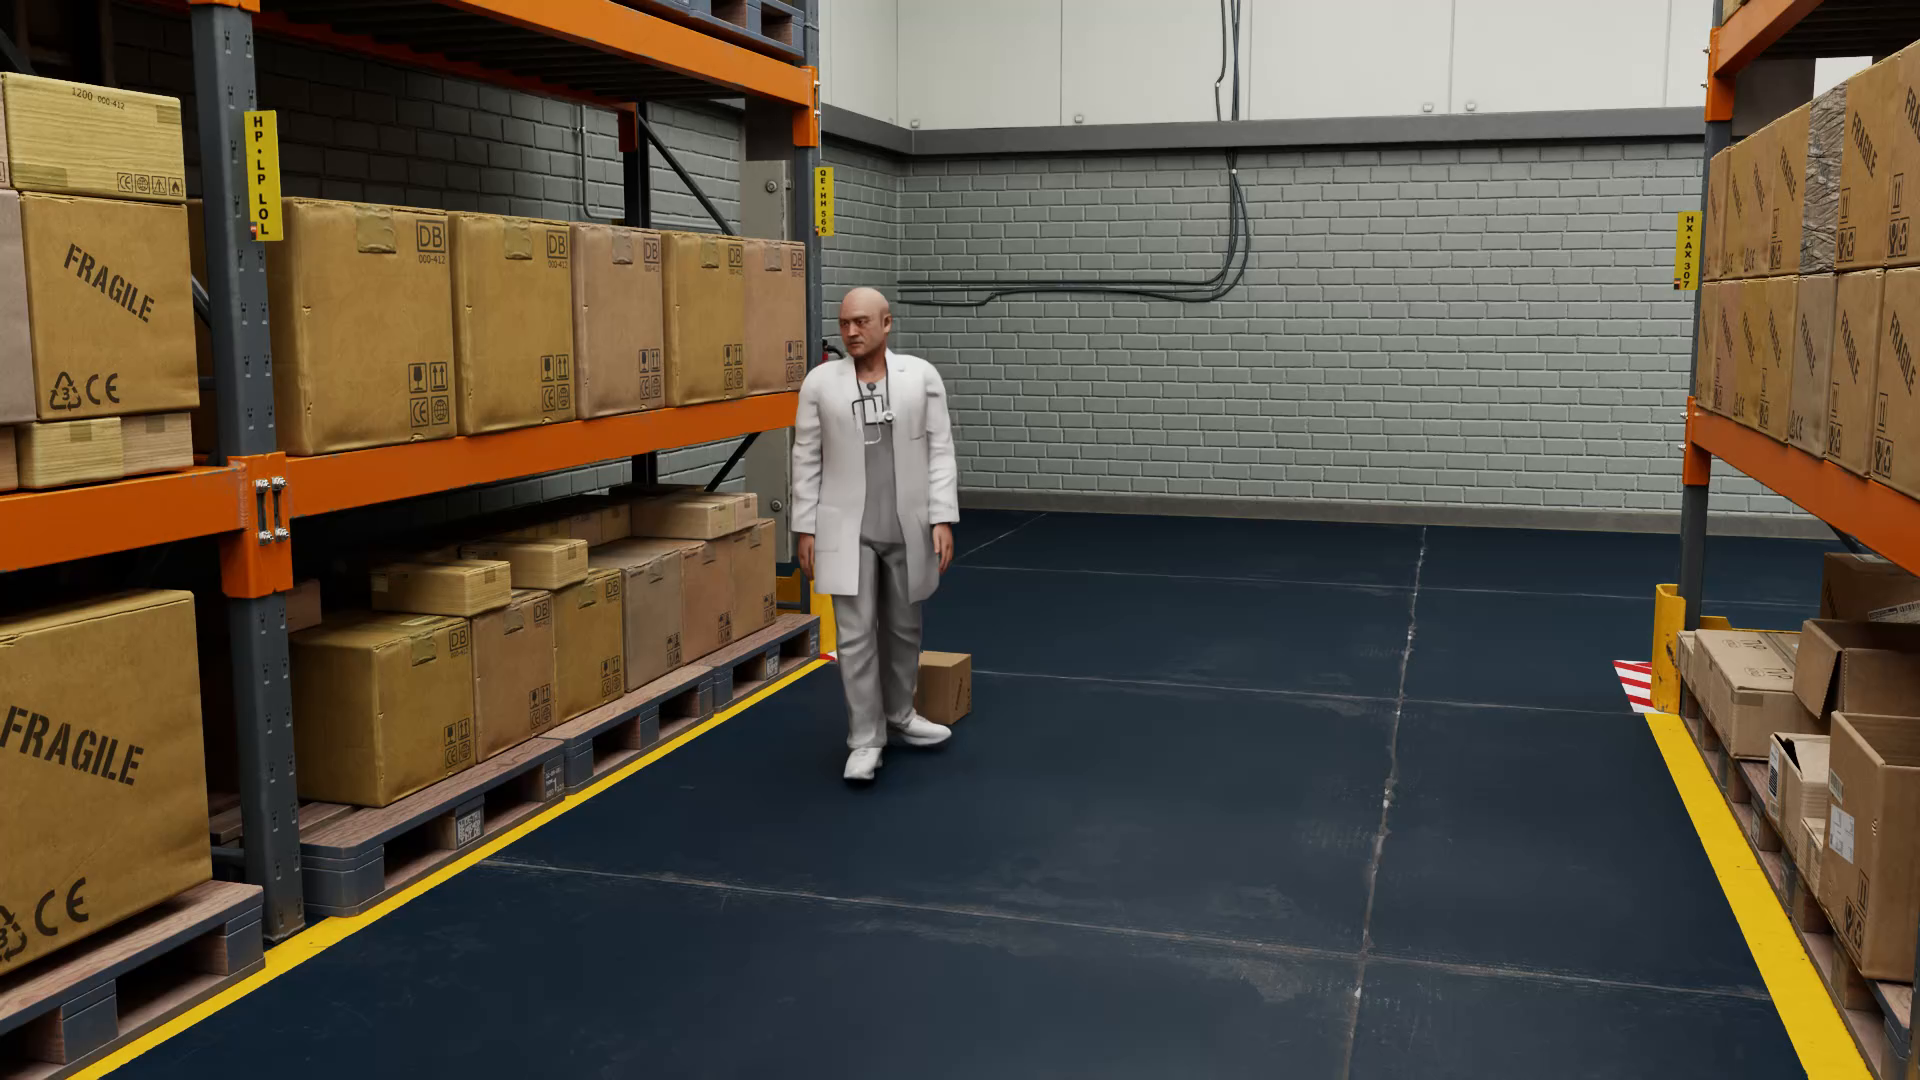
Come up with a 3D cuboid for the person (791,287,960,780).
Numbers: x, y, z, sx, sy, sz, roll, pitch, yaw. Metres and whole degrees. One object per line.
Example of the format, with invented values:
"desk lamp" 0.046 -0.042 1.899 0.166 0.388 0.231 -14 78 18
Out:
"person" -0.315 -0.036 6.129 0.613 1.769 0.667 -1 8 -10
